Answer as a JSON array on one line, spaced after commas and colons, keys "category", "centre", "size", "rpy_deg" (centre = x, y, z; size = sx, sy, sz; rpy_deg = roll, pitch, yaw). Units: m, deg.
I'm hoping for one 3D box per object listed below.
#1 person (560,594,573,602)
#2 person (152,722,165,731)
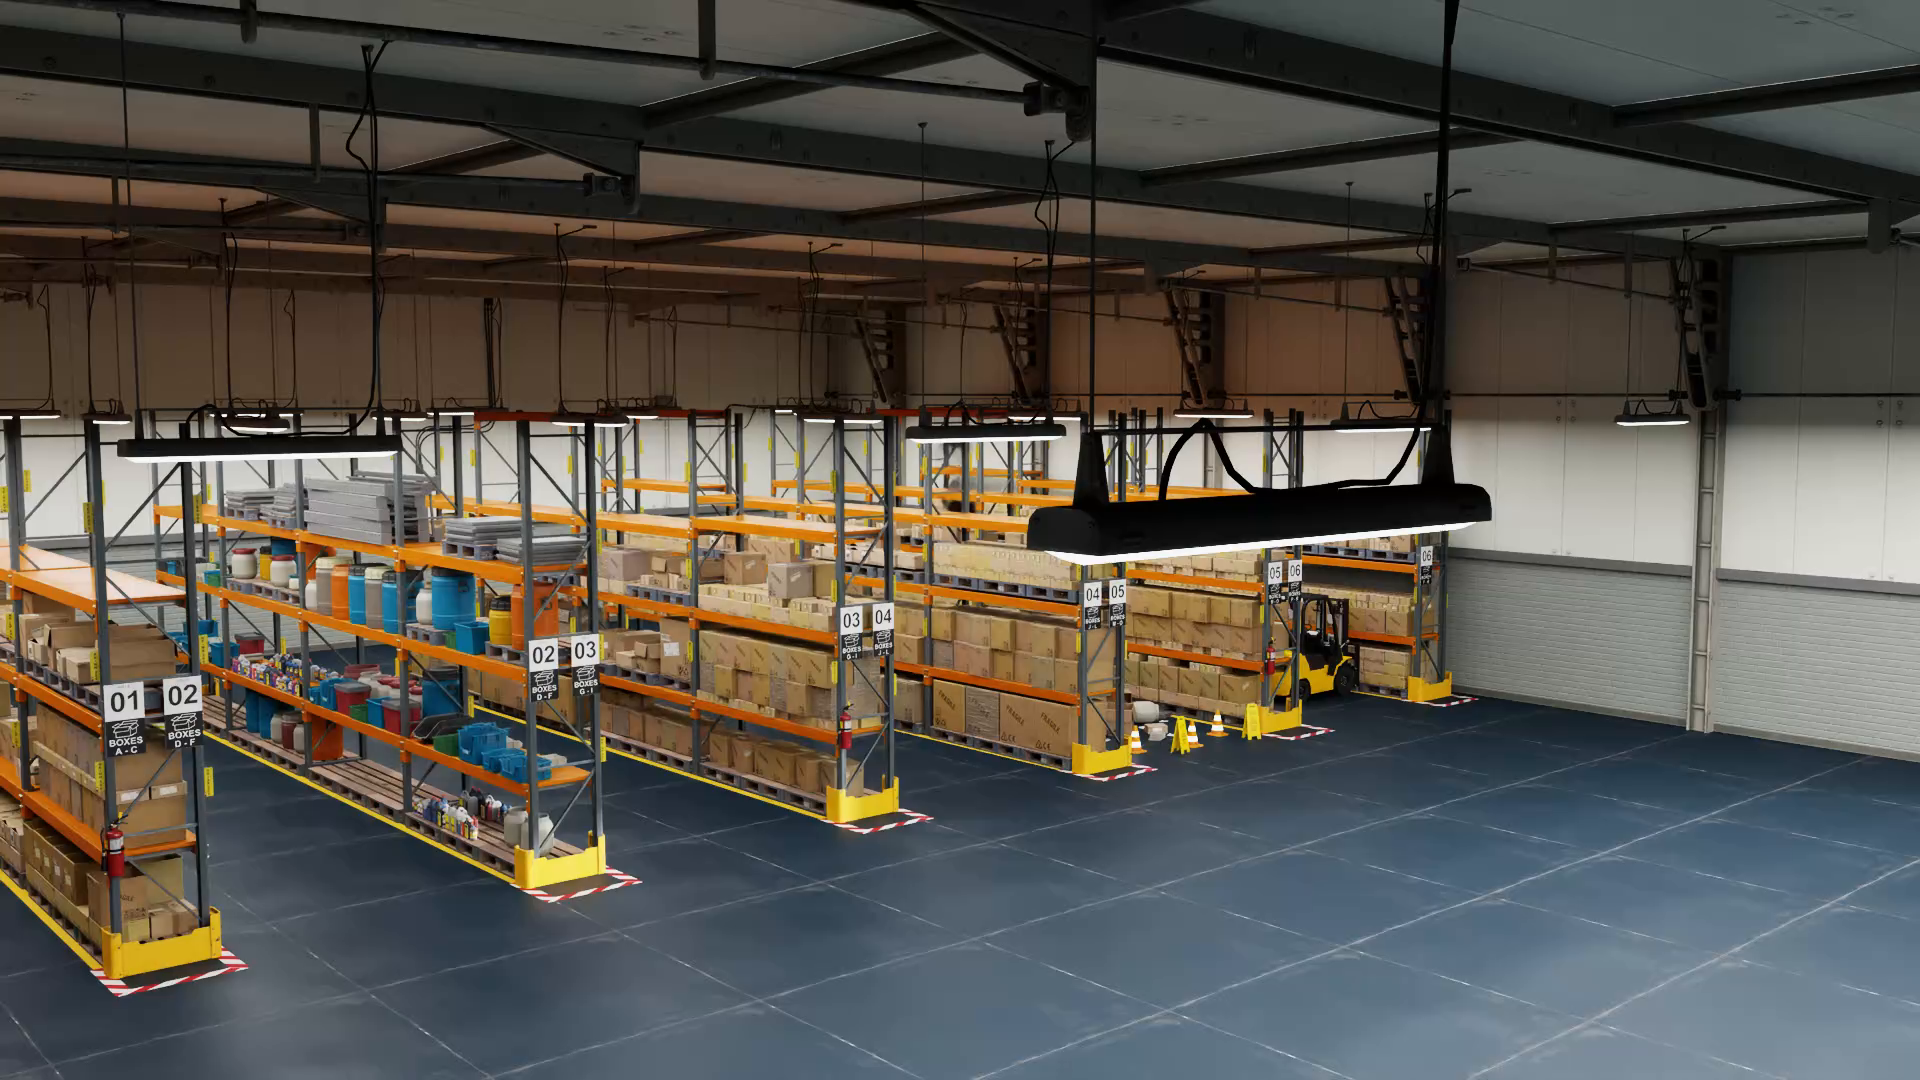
[{"category": "person", "centre": [-9.391, 1.982, 39.865], "size": [0.747, 1.730, 0.739], "rpy_deg": [2, 5, 20]}, {"category": "person", "centre": [-12.869, 3.078, 26.487], "size": [1.022, 1.739, 0.703], "rpy_deg": [4, 6, 38]}]
